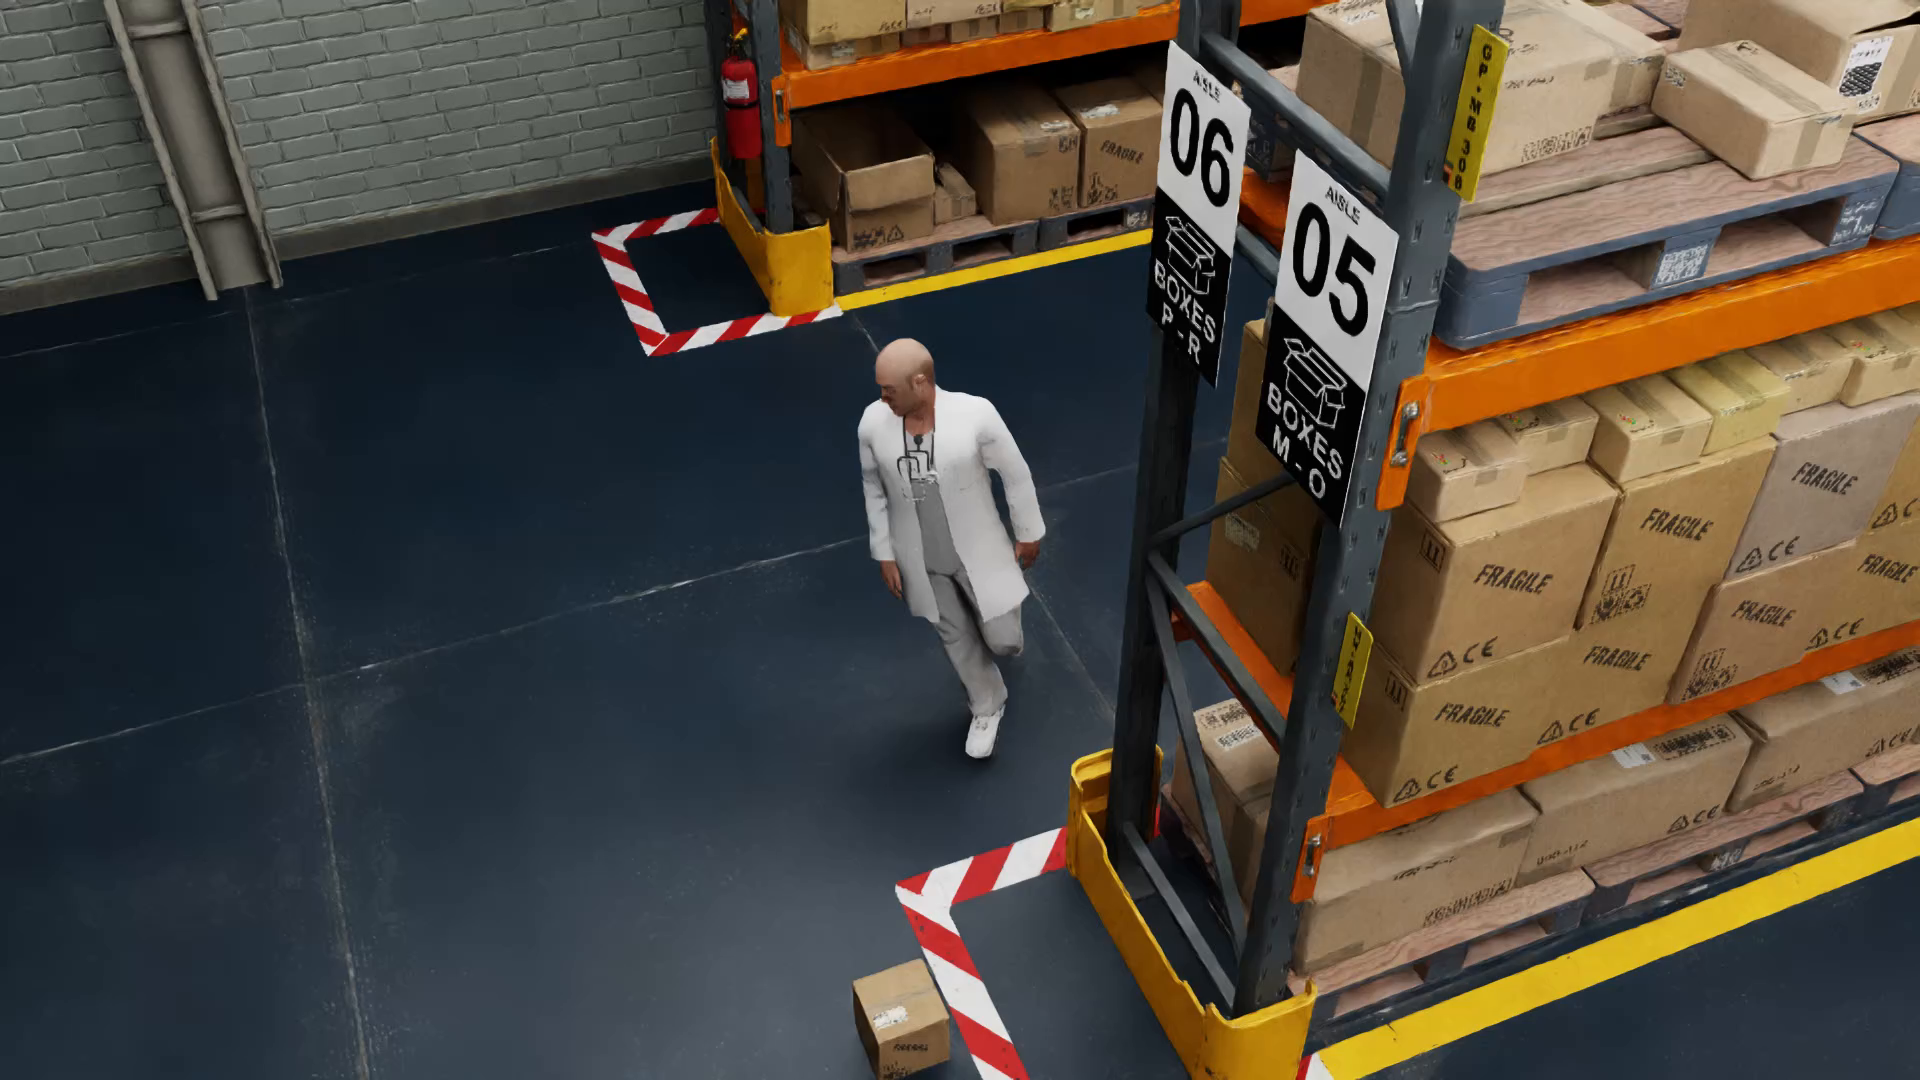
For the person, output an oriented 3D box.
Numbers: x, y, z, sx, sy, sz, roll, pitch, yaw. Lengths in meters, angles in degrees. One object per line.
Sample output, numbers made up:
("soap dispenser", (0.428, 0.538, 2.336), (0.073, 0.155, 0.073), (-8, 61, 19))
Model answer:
("person", (-0.026, 0.005, 6.178), (0.690, 1.738, 0.678), (3, 41, 3))
